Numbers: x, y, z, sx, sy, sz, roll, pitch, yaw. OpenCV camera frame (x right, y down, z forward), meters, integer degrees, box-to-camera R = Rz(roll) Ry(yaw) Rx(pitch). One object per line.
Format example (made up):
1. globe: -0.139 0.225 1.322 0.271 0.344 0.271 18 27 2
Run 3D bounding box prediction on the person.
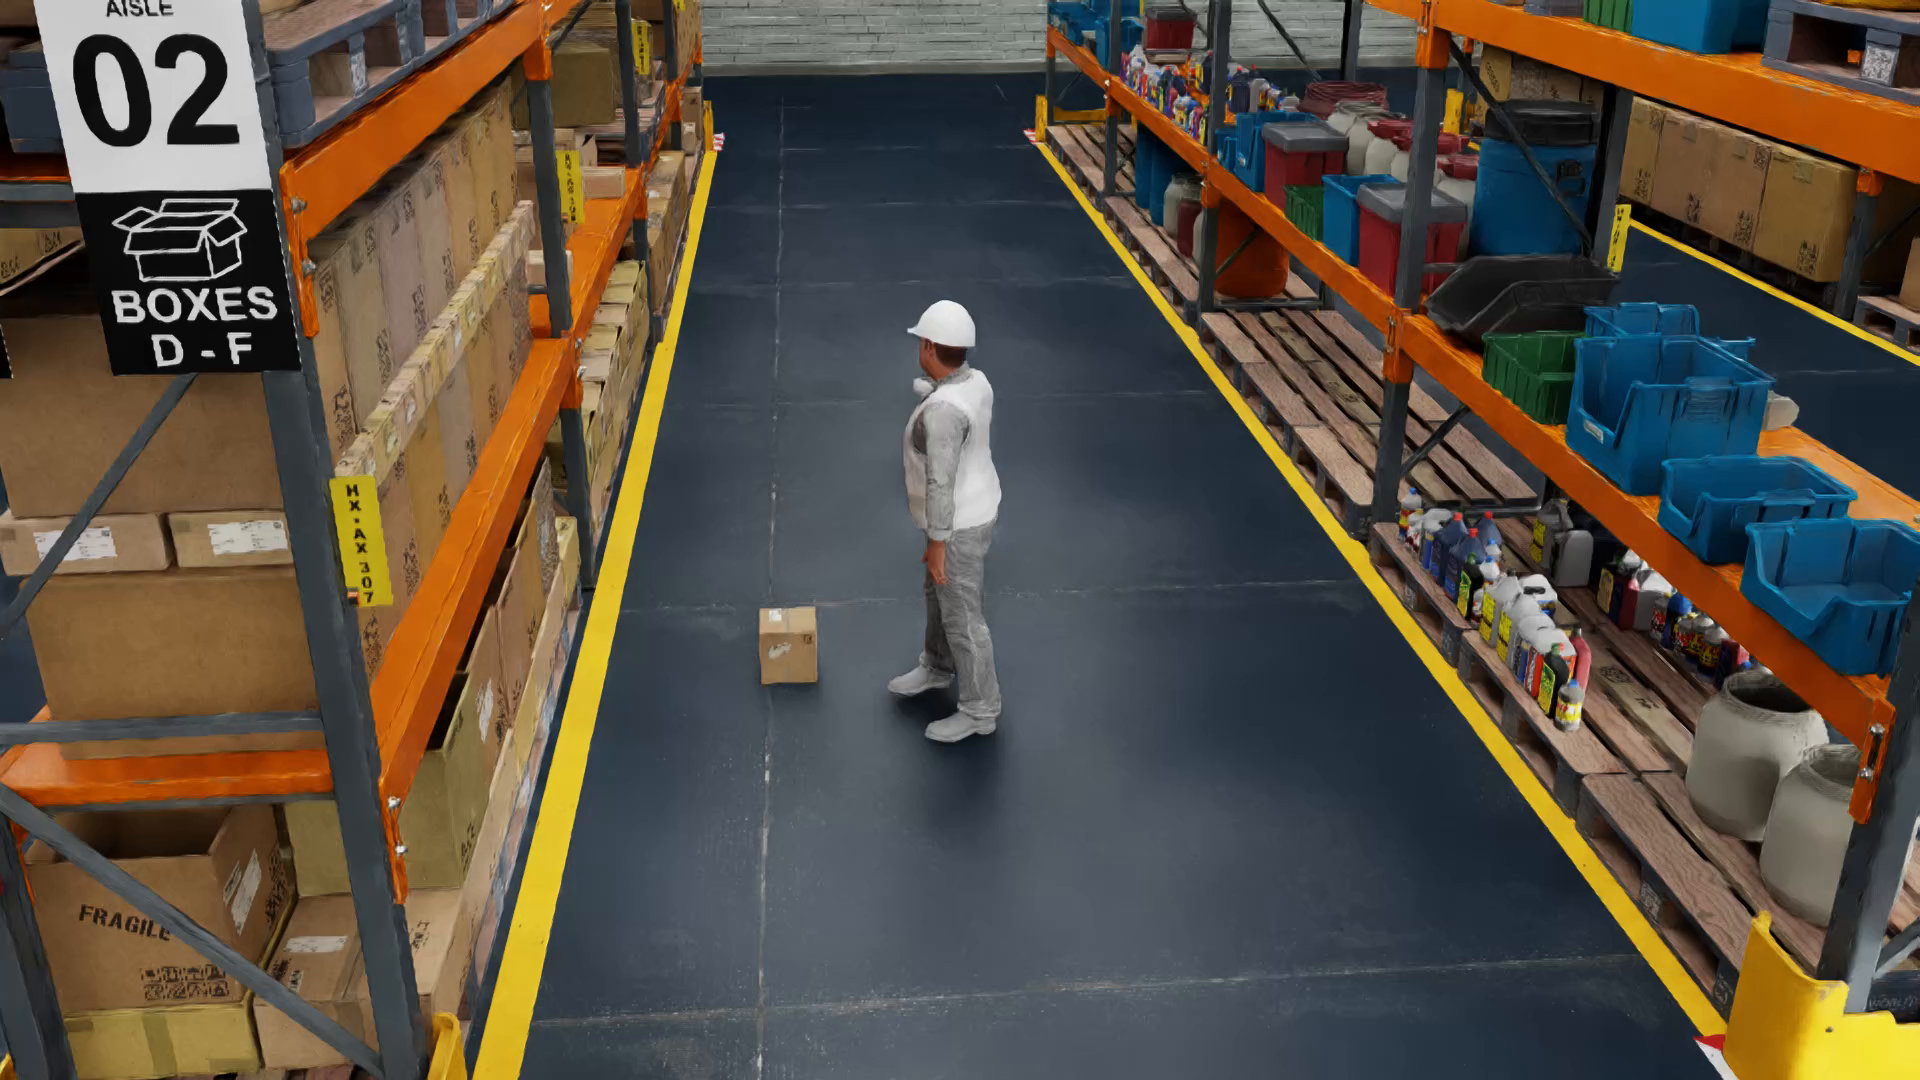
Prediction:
1. person: -0.065 -0.084 6.718 0.525 1.779 0.574 4 24 9
